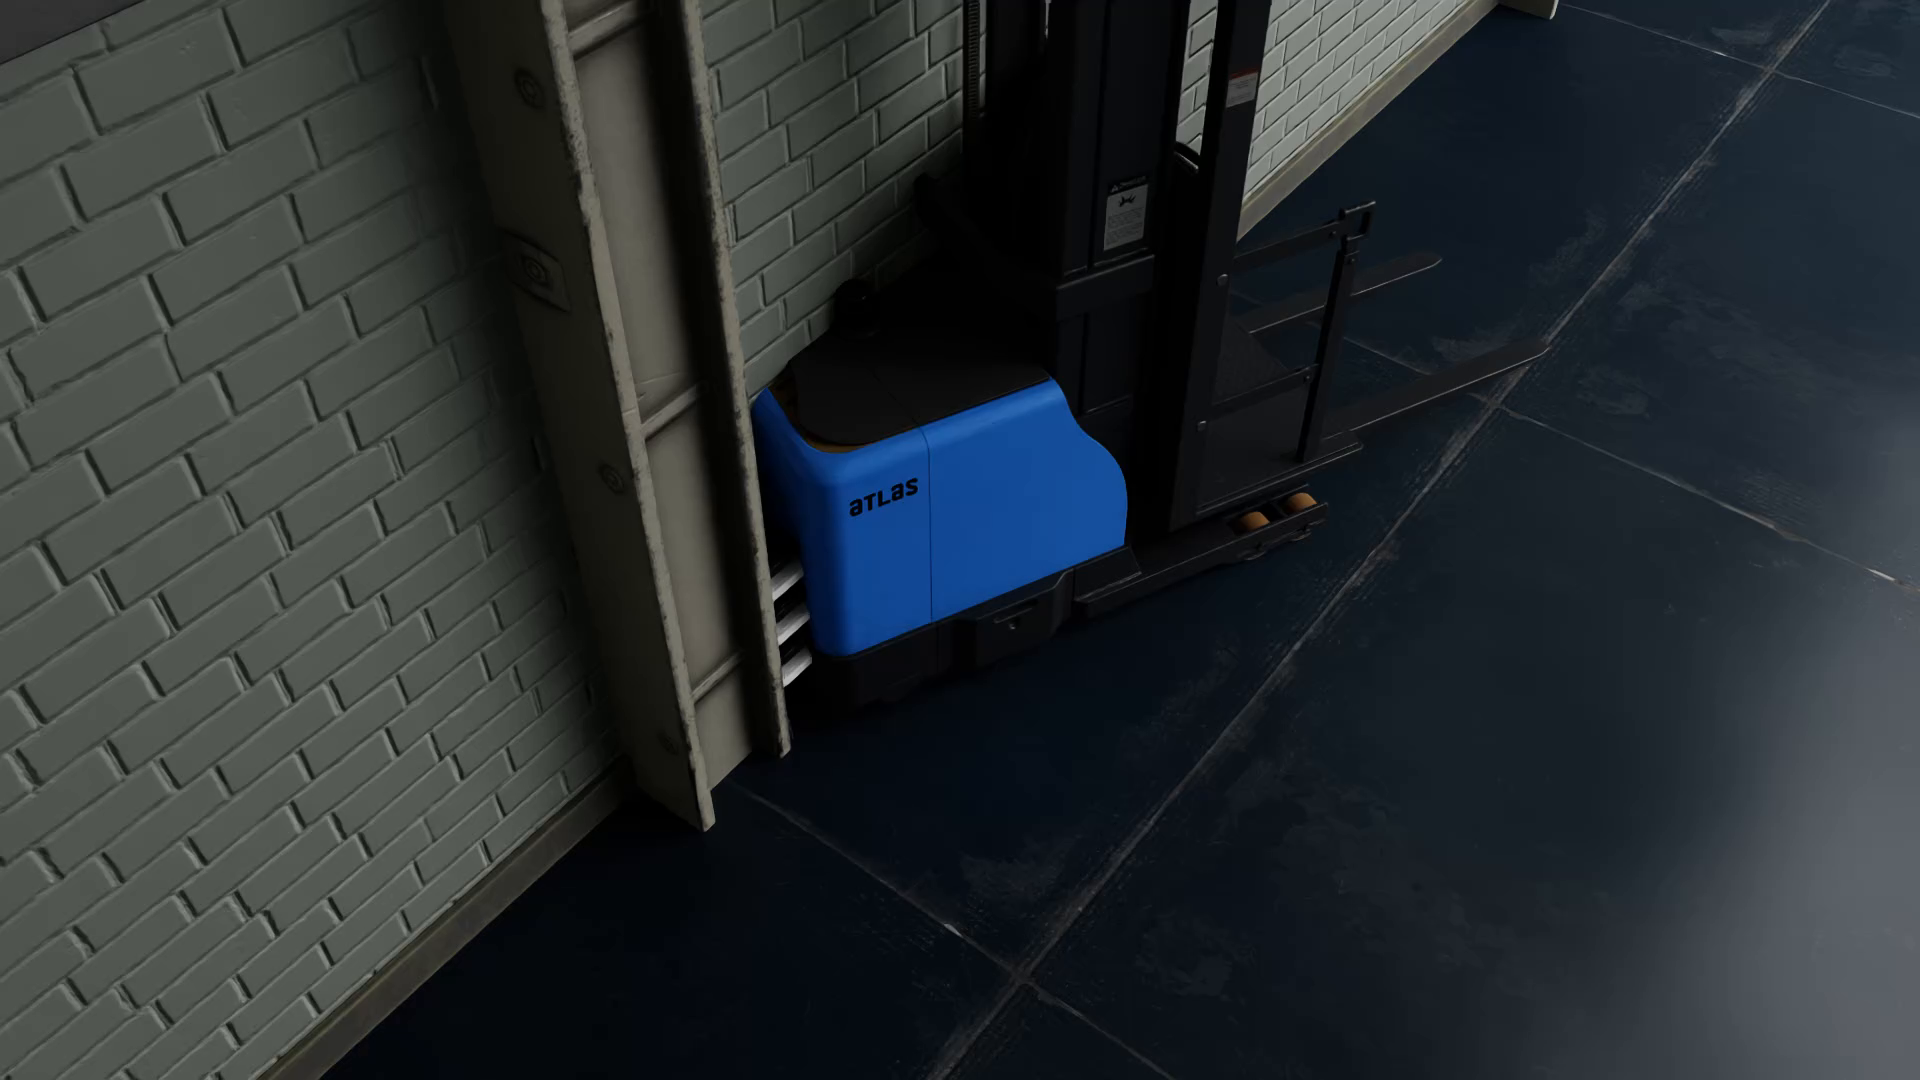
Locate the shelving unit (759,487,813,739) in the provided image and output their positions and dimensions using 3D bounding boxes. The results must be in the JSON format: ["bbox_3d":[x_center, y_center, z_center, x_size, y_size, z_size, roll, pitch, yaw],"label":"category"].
[{"bbox_3d":[-0.576,0.194,4.925,0.258,0.900,0.210,29,56,29],"label":"shelving unit"}]

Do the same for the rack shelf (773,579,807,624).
[{"bbox_3d":[-0.581,0.155,4.884,0.258,0.077,0.200,29,56,29],"label":"rack shelf"}]

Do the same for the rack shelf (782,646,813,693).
[{"bbox_3d":[-0.560,0.340,5.080,0.258,0.077,0.200,29,56,29],"label":"rack shelf"}]

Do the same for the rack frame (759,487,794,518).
[{"bbox_3d":[-0.511,0.134,4.975,0.240,0.900,0.006,29,56,29],"label":"rack frame"}]

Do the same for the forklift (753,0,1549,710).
[{"bbox_3d":[0.680,-1.261,4.928,3.031,2.935,1.130,-21,50,-19],"label":"forklift"}]

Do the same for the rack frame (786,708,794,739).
[{"bbox_3d":[-0.642,0.254,4.875,0.240,0.900,0.006,29,56,29],"label":"rack frame"}]

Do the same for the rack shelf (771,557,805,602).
[{"bbox_3d":[-0.588,0.093,4.819,0.258,0.077,0.200,29,56,29],"label":"rack shelf"}]

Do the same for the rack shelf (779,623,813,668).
[{"bbox_3d":[-0.567,0.278,5.015,0.258,0.077,0.200,29,56,29],"label":"rack shelf"}]

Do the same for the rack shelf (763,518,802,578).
[{"bbox_3d":[-0.594,0.032,4.754,0.258,0.077,0.200,29,56,29],"label":"rack shelf"}]

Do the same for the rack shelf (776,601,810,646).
[{"bbox_3d":[-0.574,0.216,4.949,0.258,0.077,0.200,29,56,29],"label":"rack shelf"}]
